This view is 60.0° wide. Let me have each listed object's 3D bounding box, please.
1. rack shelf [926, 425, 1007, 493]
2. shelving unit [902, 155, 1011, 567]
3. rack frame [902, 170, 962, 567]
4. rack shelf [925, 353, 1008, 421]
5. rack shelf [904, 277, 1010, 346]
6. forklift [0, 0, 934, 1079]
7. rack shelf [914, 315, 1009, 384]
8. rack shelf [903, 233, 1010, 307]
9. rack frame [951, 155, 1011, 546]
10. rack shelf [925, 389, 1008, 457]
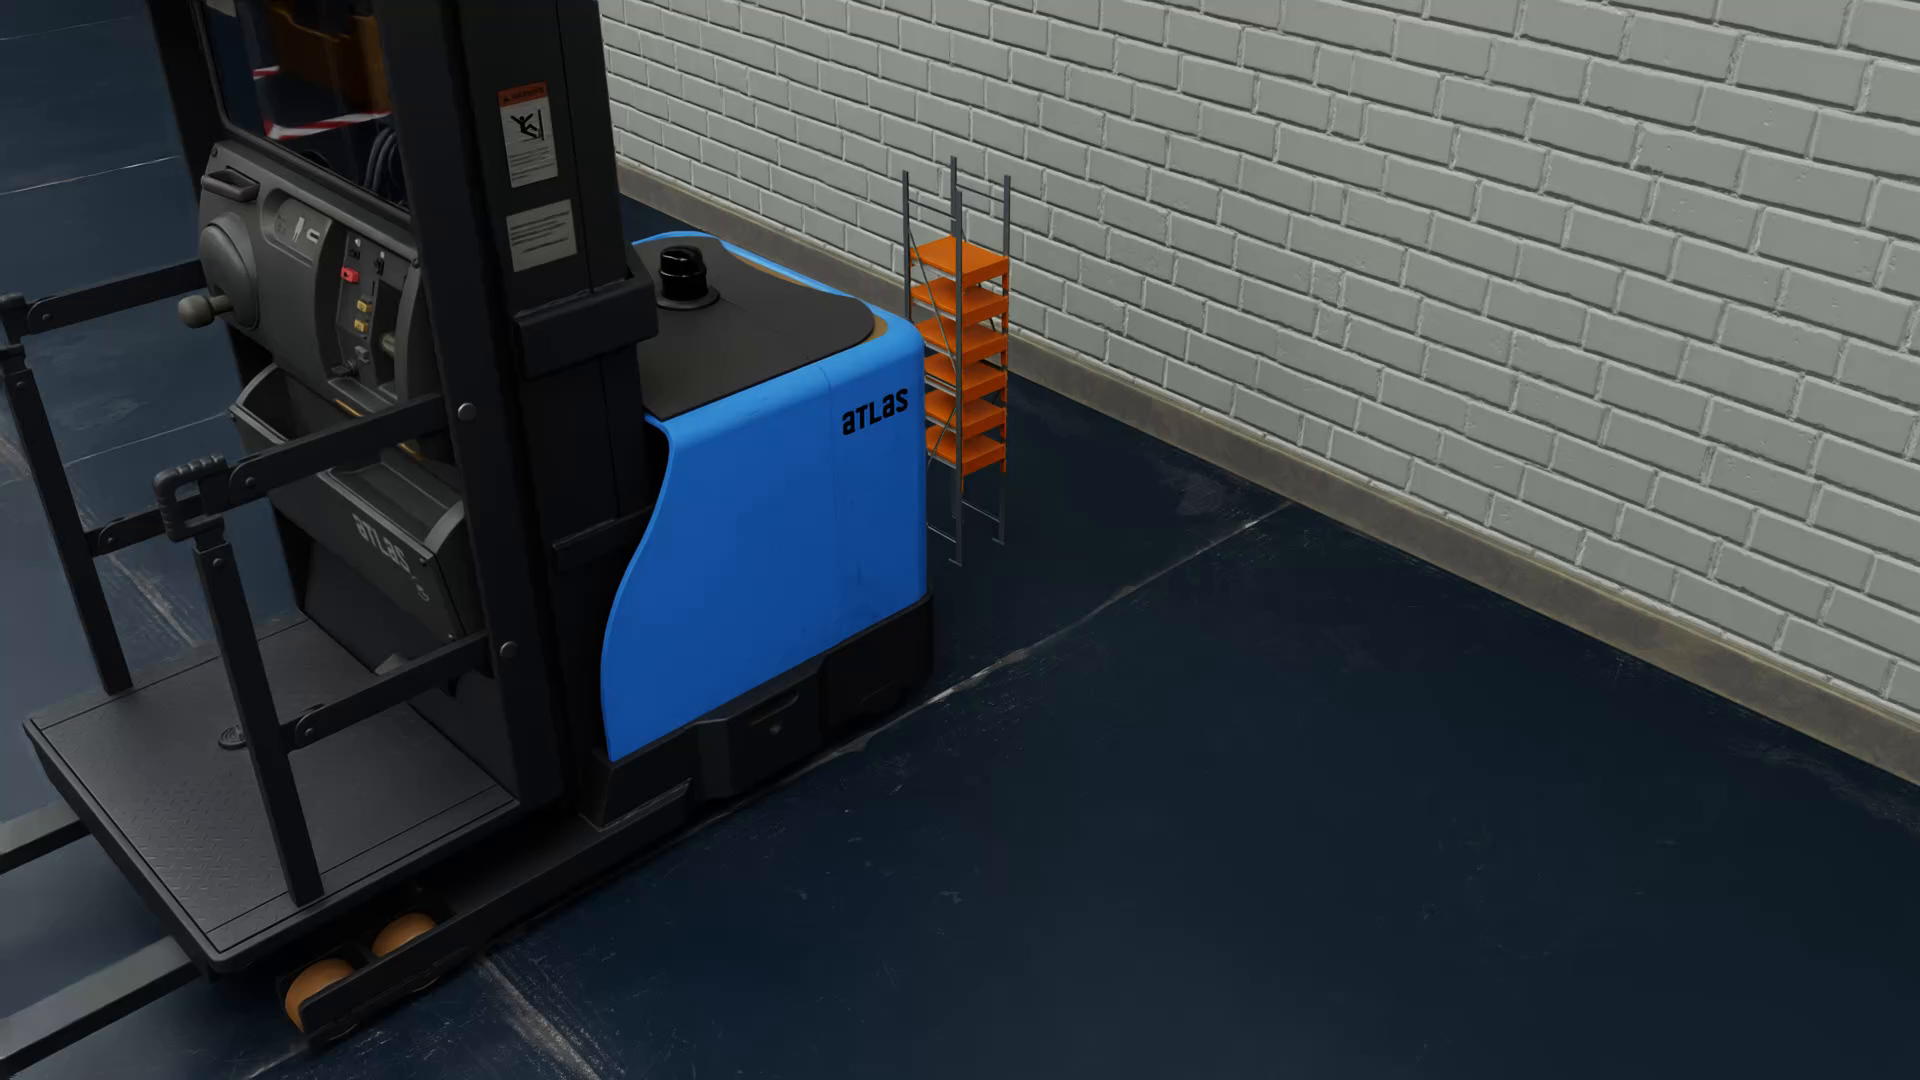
[{"bbox_3d":[-0.011,-0.264,5.077,0.180,0.103,0.258,-26,40,-35],"label":"rack shelf"},{"bbox_3d":[-0.011,-0.507,4.929,0.189,1.200,0.258,-26,40,-35],"label":"shelving unit"},{"bbox_3d":[-0.078,-0.474,4.876,0.006,1.200,0.240,-26,40,-35],"label":"rack frame"},{"bbox_3d":[-0.011,-0.469,4.952,0.180,0.103,0.258,-26,40,-35],"label":"rack shelf"},{"bbox_3d":[-0.011,-0.674,4.827,0.180,0.103,0.258,-26,40,-35],"label":"rack shelf"},{"bbox_3d":[-1.479,-0.499,3.257,3.031,2.935,1.130,-27,40,-37],"label":"forklift"},{"bbox_3d":[-0.011,-0.571,4.889,0.180,0.103,0.258,-26,40,-35],"label":"rack shelf"},{"bbox_3d":[-0.011,-0.776,4.764,0.180,0.103,0.258,-26,40,-35],"label":"rack shelf"},{"bbox_3d":[0.056,-0.539,4.982,0.006,1.200,0.240,-26,40,-35],"label":"rack frame"},{"bbox_3d":[-0.011,-0.366,5.014,0.180,0.103,0.258,-26,40,-35],"label":"rack shelf"}]
